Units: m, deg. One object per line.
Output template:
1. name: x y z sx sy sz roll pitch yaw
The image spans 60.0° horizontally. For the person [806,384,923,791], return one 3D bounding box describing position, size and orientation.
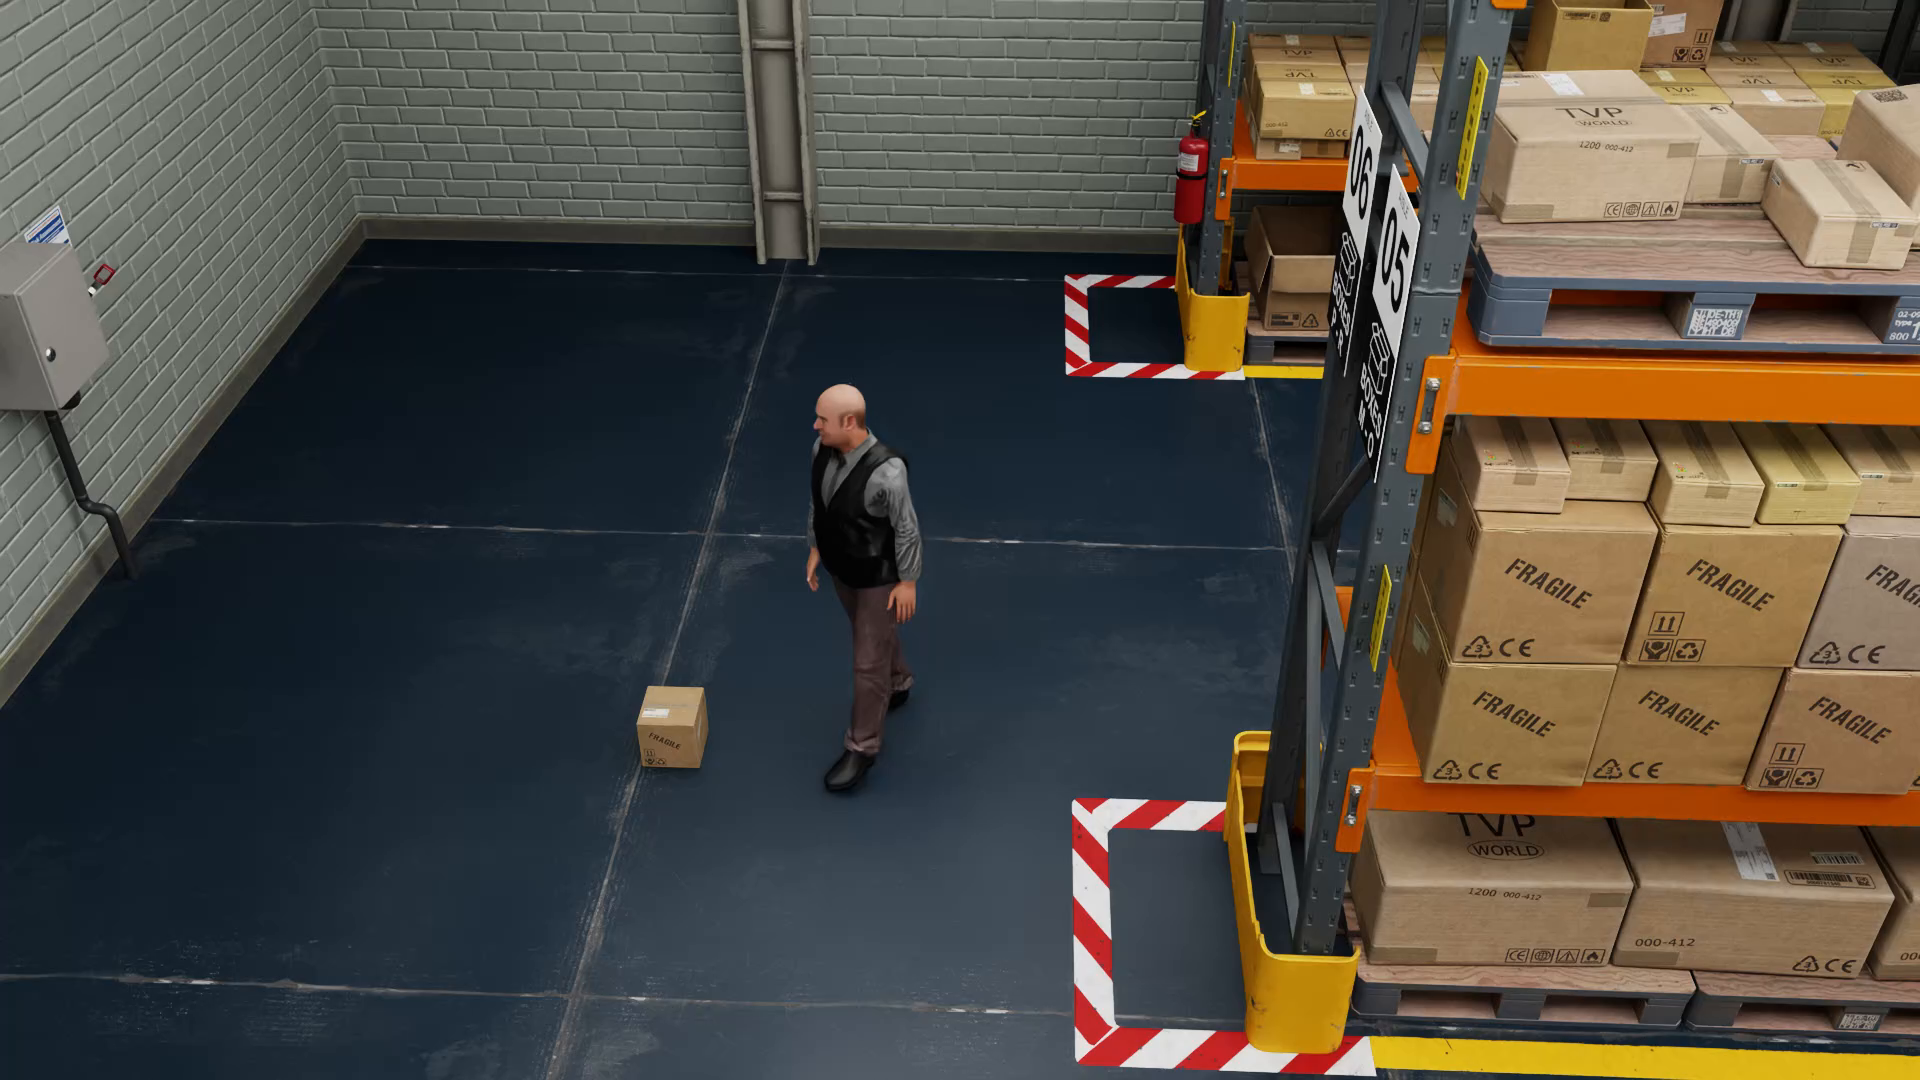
1. person: -0.452 0.150 6.903 0.715 1.706 0.584 -27 43 -32
